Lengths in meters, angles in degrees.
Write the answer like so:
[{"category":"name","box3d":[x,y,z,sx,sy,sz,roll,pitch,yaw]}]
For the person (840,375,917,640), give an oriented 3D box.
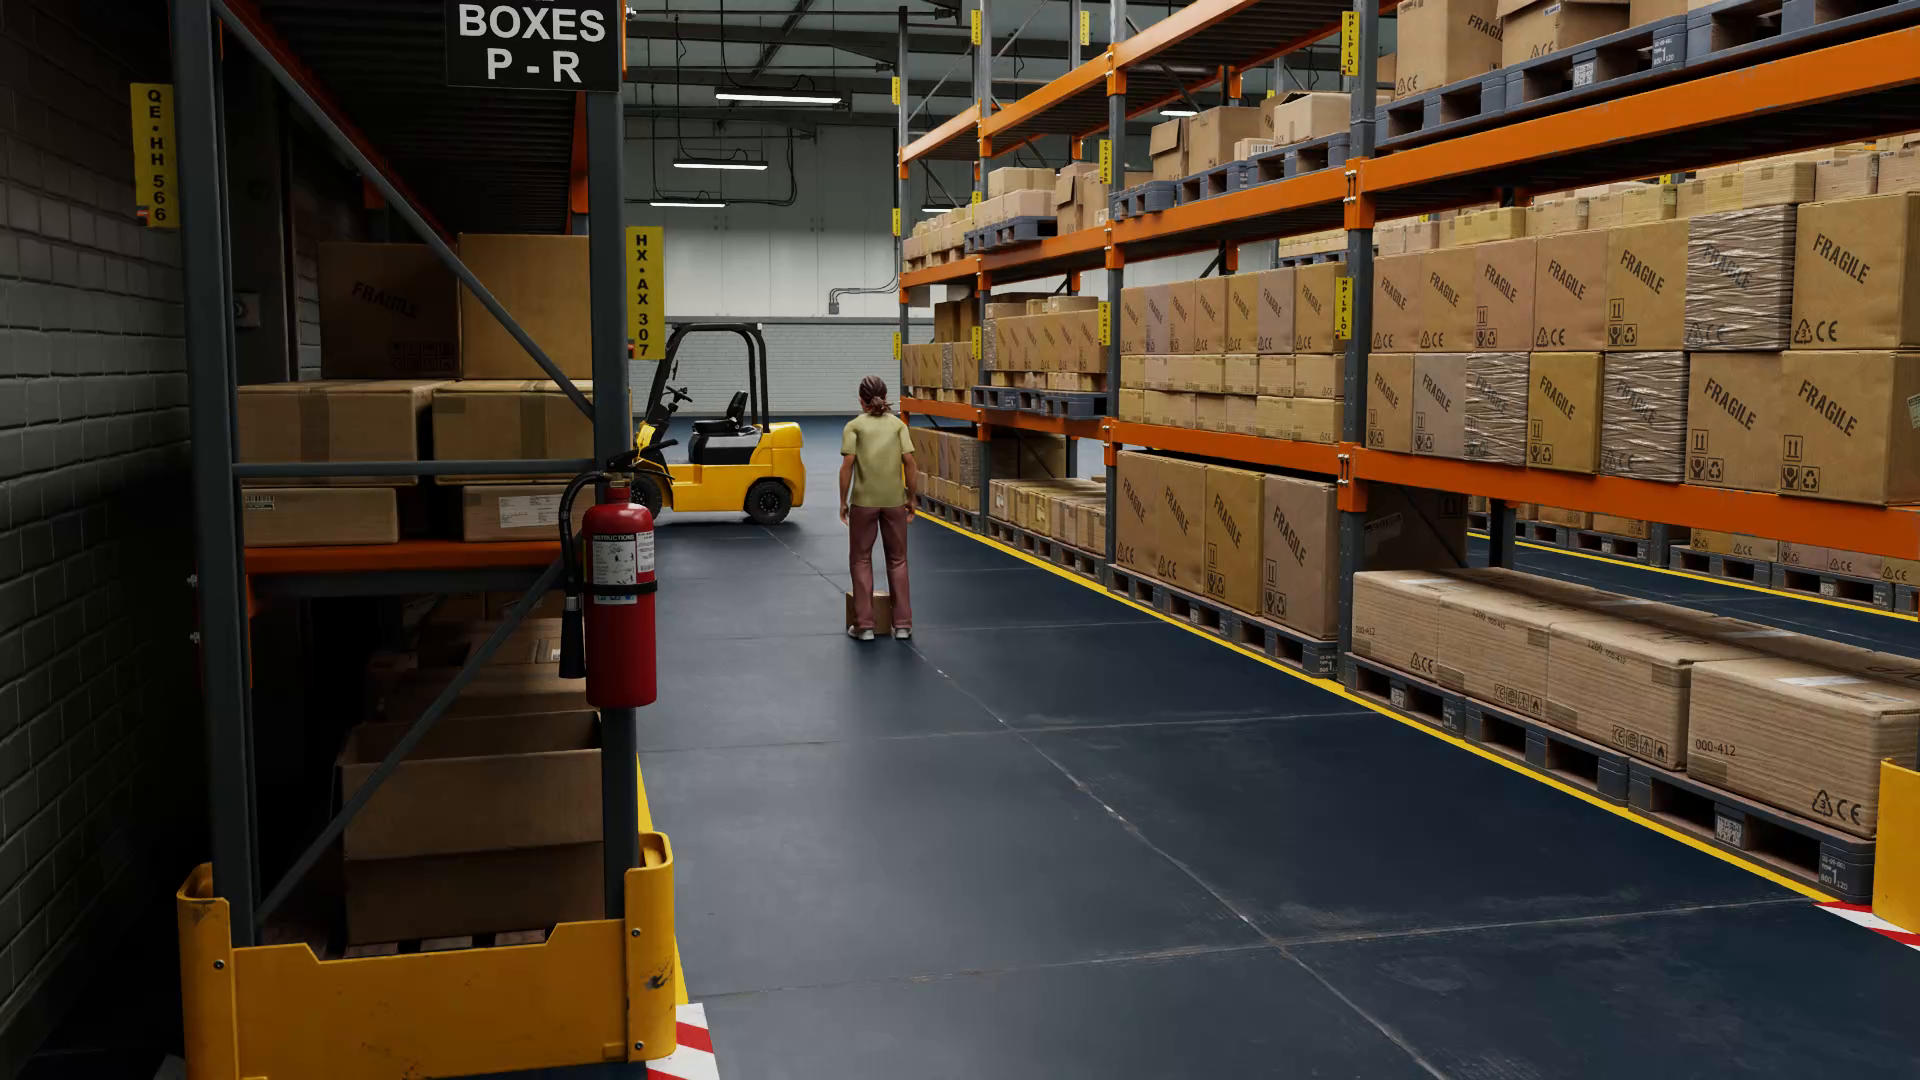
[{"category":"person","box3d":[-0.526,-0.207,10.551,0.497,1.672,0.360,-2,6,-14]}]
